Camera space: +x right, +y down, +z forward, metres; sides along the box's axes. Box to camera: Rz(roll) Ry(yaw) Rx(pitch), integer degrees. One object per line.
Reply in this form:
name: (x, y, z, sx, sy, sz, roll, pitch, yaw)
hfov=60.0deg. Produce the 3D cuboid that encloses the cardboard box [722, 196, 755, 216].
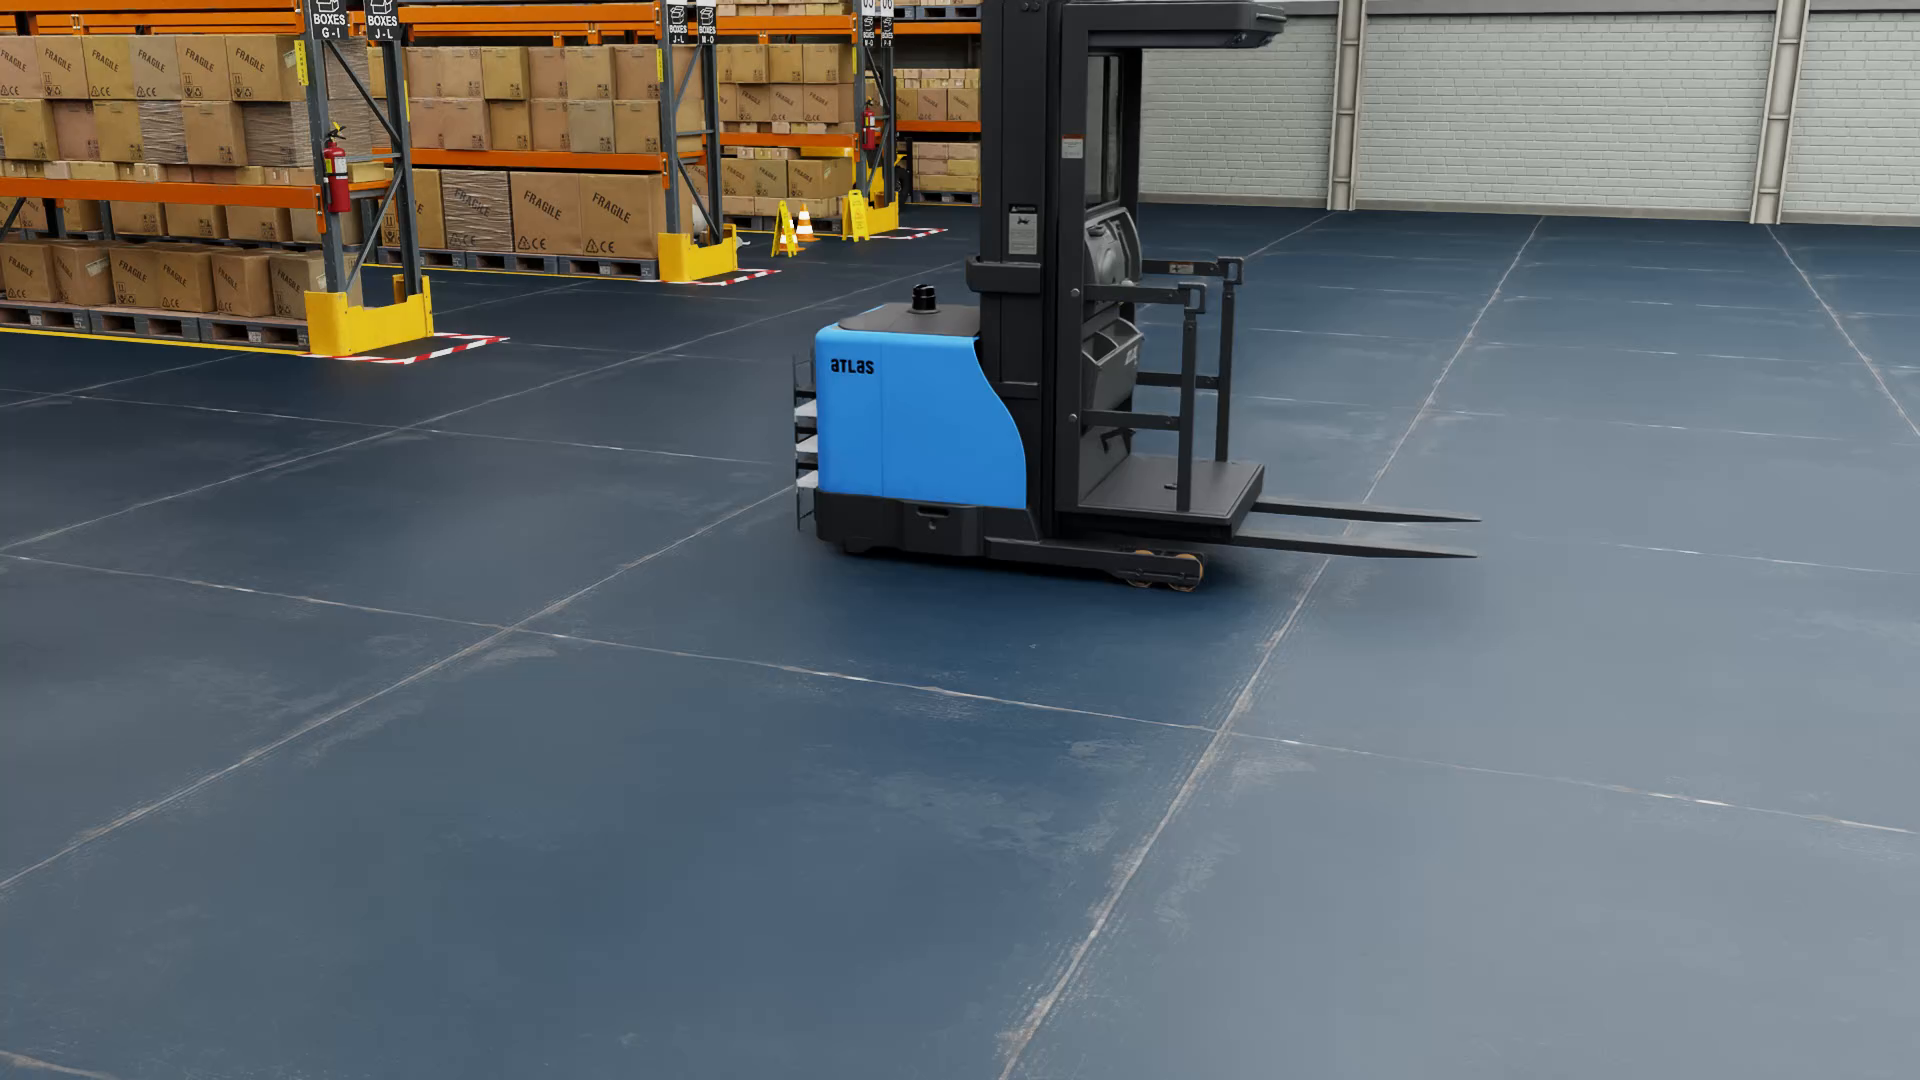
cardboard box: (-2.955, -4.624, 22.898, 0.500, 0.250, 0.500, 6, 17, 19)

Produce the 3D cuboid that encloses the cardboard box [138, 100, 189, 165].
cardboard box: (-6.233, -3.389, 13.754, 0.500, 0.500, 0.875, 6, 17, 21)

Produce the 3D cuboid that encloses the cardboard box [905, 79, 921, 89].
cardboard box: (-0.704, -7.337, 26.722, 0.250, 0.149, 0.380, 6, 17, 19)

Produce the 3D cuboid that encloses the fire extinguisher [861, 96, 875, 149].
fire extinguisher: (-1.199, -5.454, 21.719, 0.183, 0.674, 0.296, 6, 17, 21)

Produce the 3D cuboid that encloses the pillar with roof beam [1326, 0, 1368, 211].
pillar with roof beam: (4.366, -8.366, 20.850, 0.400, 9.000, 9.100, 6, 17, 21)

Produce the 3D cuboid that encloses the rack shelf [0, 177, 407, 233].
rack shelf: (-6.633, -2.911, 14.112, 4.000, 0.370, 1.077, 6, 17, 21)

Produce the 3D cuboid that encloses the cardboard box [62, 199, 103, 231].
cardboard box: (-11.009, -4.147, 20.810, 0.500, 0.500, 0.500, 6, 17, 20)

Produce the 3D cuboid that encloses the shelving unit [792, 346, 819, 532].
shelving unit: (-0.676, -0.493, 8.258, 0.210, 0.900, 0.258, 5, 17, 17)

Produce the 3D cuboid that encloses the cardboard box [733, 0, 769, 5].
cardboard box: (-2.663, -7.220, 22.018, 0.500, 0.250, 0.500, 7, 18, 22)

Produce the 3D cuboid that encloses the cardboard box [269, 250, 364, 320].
cardboard box: (-5.348, -2.122, 13.832, 0.500, 0.500, 0.500, 10, 19, 31)

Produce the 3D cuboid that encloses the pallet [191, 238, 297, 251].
pallet: (-8.464, -3.582, 20.134, 1.213, 0.211, 1.003, 6, 17, 21)

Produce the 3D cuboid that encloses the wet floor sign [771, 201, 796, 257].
wet floor sign: (-2.105, -3.708, 19.789, 0.232, 0.644, 0.267, 3, 17, 11)

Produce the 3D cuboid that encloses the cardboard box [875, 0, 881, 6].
cardboard box: (-1.266, -8.832, 26.720, 0.637, 0.503, 0.797, 7, 18, 22)

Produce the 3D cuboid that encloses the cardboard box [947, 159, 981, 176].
cardboard box: (0.114, -6.000, 26.743, 0.500, 0.250, 0.500, 6, 17, 20)

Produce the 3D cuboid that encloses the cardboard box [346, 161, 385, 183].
cardboard box: (-4.950, -3.023, 13.655, 0.250, 0.149, 0.380, 6, 17, 21)

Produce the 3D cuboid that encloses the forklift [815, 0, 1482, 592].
forklift: (0.887, -1.345, 7.549, 3.031, 2.935, 1.130, 5, 17, 17)

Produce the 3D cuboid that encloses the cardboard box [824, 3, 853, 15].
cardboard box: (-1.571, -6.906, 21.653, 0.250, 0.149, 0.380, 6, 17, 21)

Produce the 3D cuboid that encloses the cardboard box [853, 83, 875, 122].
cardboard box: (-1.476, -5.934, 22.519, 0.500, 0.500, 0.500, 6, 17, 20)

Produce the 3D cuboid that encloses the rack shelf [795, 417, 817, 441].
rack shelf: (-0.676, -0.548, 8.242, 0.200, 0.077, 0.258, 5, 17, 17)

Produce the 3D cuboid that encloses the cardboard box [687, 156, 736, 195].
cardboard box: (-3.424, -5.037, 22.978, 0.500, 0.500, 0.500, 7, 18, 24)

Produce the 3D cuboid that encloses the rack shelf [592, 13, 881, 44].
rack shelf: (-2.997, -6.922, 22.547, 4.000, 0.370, 1.077, 6, 17, 21)

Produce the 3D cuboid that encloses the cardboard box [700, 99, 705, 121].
cardboard box: (-3.613, -6.005, 22.766, 0.500, 0.500, 0.500, 6, 17, 20)

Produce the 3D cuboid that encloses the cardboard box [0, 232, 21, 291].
cardboard box: (-9.057, -2.541, 15.239, 0.500, 0.500, 0.700, 5, 17, 16)

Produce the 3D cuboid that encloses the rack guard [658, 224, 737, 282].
rack guard: (-2.837, -3.125, 18.042, 0.348, 0.500, 1.175, 6, 17, 21)

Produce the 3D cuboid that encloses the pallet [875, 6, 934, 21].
pallet: (-1.106, -8.512, 26.891, 1.213, 0.211, 1.003, 6, 17, 21)

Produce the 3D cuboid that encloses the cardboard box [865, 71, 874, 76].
cardboard box: (-1.386, -7.580, 27.027, 0.250, 0.149, 0.380, 6, 17, 21)

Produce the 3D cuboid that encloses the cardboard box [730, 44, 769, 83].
cardboard box: (-2.672, -6.368, 22.223, 0.500, 0.500, 0.700, 6, 17, 20)

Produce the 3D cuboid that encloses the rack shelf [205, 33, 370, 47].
rack shelf: (-12.342, -9.437, 31.211, 4.000, 0.370, 1.077, 6, 17, 21)

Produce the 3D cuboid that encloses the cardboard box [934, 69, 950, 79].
cardboard box: (-0.224, -7.431, 26.515, 0.250, 0.149, 0.380, 7, 17, 22)

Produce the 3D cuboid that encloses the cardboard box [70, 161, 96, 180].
cardboard box: (-7.232, -3.119, 13.988, 0.250, 0.149, 0.380, 6, 17, 21)

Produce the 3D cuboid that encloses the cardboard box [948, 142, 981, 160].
cardboard box: (0.138, -6.238, 26.665, 0.500, 0.250, 0.500, 7, 18, 22)

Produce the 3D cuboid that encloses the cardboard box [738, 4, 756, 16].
cardboard box: (-2.752, -7.044, 22.129, 0.250, 0.149, 0.380, 6, 17, 19)

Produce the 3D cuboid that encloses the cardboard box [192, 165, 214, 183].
cardboard box: (-6.042, -3.011, 13.616, 0.250, 0.149, 0.380, 6, 17, 21)

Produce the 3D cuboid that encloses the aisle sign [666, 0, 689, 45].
aisle sign: (-2.903, -5.492, 17.047, 0.004, 0.787, 0.394, 6, 17, 21)

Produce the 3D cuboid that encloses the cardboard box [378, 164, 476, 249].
cardboard box: (-6.021, -3.836, 19.065, 0.875, 0.875, 0.875, 7, 17, 21)

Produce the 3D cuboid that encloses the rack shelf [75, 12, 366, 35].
rack shelf: (-8.440, -6.037, 19.499, 4.000, 0.370, 1.077, 6, 17, 21)

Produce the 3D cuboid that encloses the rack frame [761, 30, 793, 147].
rack frame: (-3.040, -7.319, 28.005, 0.127, 3.000, 1.000, 6, 17, 21)

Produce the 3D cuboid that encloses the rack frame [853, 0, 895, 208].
rack frame: (-1.137, -5.622, 22.160, 0.127, 3.000, 1.000, 6, 17, 21)

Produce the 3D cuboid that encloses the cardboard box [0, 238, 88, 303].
cardboard box: (-8.136, -2.411, 14.830, 0.500, 0.500, 0.500, 6, 17, 19)

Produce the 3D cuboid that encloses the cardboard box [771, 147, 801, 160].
cardboard box: (-2.344, -5.210, 22.409, 0.250, 0.149, 0.380, 7, 18, 22)

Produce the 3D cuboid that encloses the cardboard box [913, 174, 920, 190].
cardboard box: (-0.793, -5.864, 27.172, 0.500, 0.250, 0.500, 6, 17, 21)

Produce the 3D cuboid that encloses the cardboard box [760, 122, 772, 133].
cardboard box: (-2.507, -5.595, 22.515, 0.250, 0.149, 0.380, 7, 17, 21)

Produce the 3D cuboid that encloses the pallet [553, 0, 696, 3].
pallet: (-3.553, -5.799, 17.549, 1.213, 0.211, 1.003, 6, 17, 21)

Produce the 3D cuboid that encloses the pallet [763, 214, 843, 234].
pallet: (-1.950, -4.383, 22.894, 1.213, 0.211, 1.003, 6, 17, 21)

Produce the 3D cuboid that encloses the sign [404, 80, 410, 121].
sign: (-4.574, -3.609, 13.671, 0.005, 0.325, 0.100, 6, 17, 21)

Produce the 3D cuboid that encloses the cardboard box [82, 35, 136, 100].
cardboard box: (-6.769, -3.870, 13.618, 0.500, 0.500, 0.500, 6, 17, 21)

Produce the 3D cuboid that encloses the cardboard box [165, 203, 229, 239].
cardboard box: (-8.953, -4.094, 20.176, 0.750, 0.750, 1.050, 7, 17, 21)

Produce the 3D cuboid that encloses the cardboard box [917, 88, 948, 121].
cardboard box: (-0.352, -6.996, 26.712, 0.500, 0.500, 0.500, 7, 18, 22)

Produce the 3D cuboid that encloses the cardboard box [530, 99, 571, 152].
cardboard box: (-4.215, -4.567, 18.256, 0.550, 0.550, 0.875, 6, 17, 21)

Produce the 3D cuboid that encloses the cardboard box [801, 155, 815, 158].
cardboard box: (-2.296, -5.073, 23.100, 0.500, 0.500, 0.500, 6, 17, 19)

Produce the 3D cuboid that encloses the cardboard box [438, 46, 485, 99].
cardboard box: (-5.243, -5.164, 18.377, 0.550, 0.550, 0.875, 6, 17, 21)

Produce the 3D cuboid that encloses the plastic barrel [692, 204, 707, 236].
plastic barrel: (-3.614, -4.204, 21.895, 0.512, 0.421, 0.421, -9, 18, -27)
